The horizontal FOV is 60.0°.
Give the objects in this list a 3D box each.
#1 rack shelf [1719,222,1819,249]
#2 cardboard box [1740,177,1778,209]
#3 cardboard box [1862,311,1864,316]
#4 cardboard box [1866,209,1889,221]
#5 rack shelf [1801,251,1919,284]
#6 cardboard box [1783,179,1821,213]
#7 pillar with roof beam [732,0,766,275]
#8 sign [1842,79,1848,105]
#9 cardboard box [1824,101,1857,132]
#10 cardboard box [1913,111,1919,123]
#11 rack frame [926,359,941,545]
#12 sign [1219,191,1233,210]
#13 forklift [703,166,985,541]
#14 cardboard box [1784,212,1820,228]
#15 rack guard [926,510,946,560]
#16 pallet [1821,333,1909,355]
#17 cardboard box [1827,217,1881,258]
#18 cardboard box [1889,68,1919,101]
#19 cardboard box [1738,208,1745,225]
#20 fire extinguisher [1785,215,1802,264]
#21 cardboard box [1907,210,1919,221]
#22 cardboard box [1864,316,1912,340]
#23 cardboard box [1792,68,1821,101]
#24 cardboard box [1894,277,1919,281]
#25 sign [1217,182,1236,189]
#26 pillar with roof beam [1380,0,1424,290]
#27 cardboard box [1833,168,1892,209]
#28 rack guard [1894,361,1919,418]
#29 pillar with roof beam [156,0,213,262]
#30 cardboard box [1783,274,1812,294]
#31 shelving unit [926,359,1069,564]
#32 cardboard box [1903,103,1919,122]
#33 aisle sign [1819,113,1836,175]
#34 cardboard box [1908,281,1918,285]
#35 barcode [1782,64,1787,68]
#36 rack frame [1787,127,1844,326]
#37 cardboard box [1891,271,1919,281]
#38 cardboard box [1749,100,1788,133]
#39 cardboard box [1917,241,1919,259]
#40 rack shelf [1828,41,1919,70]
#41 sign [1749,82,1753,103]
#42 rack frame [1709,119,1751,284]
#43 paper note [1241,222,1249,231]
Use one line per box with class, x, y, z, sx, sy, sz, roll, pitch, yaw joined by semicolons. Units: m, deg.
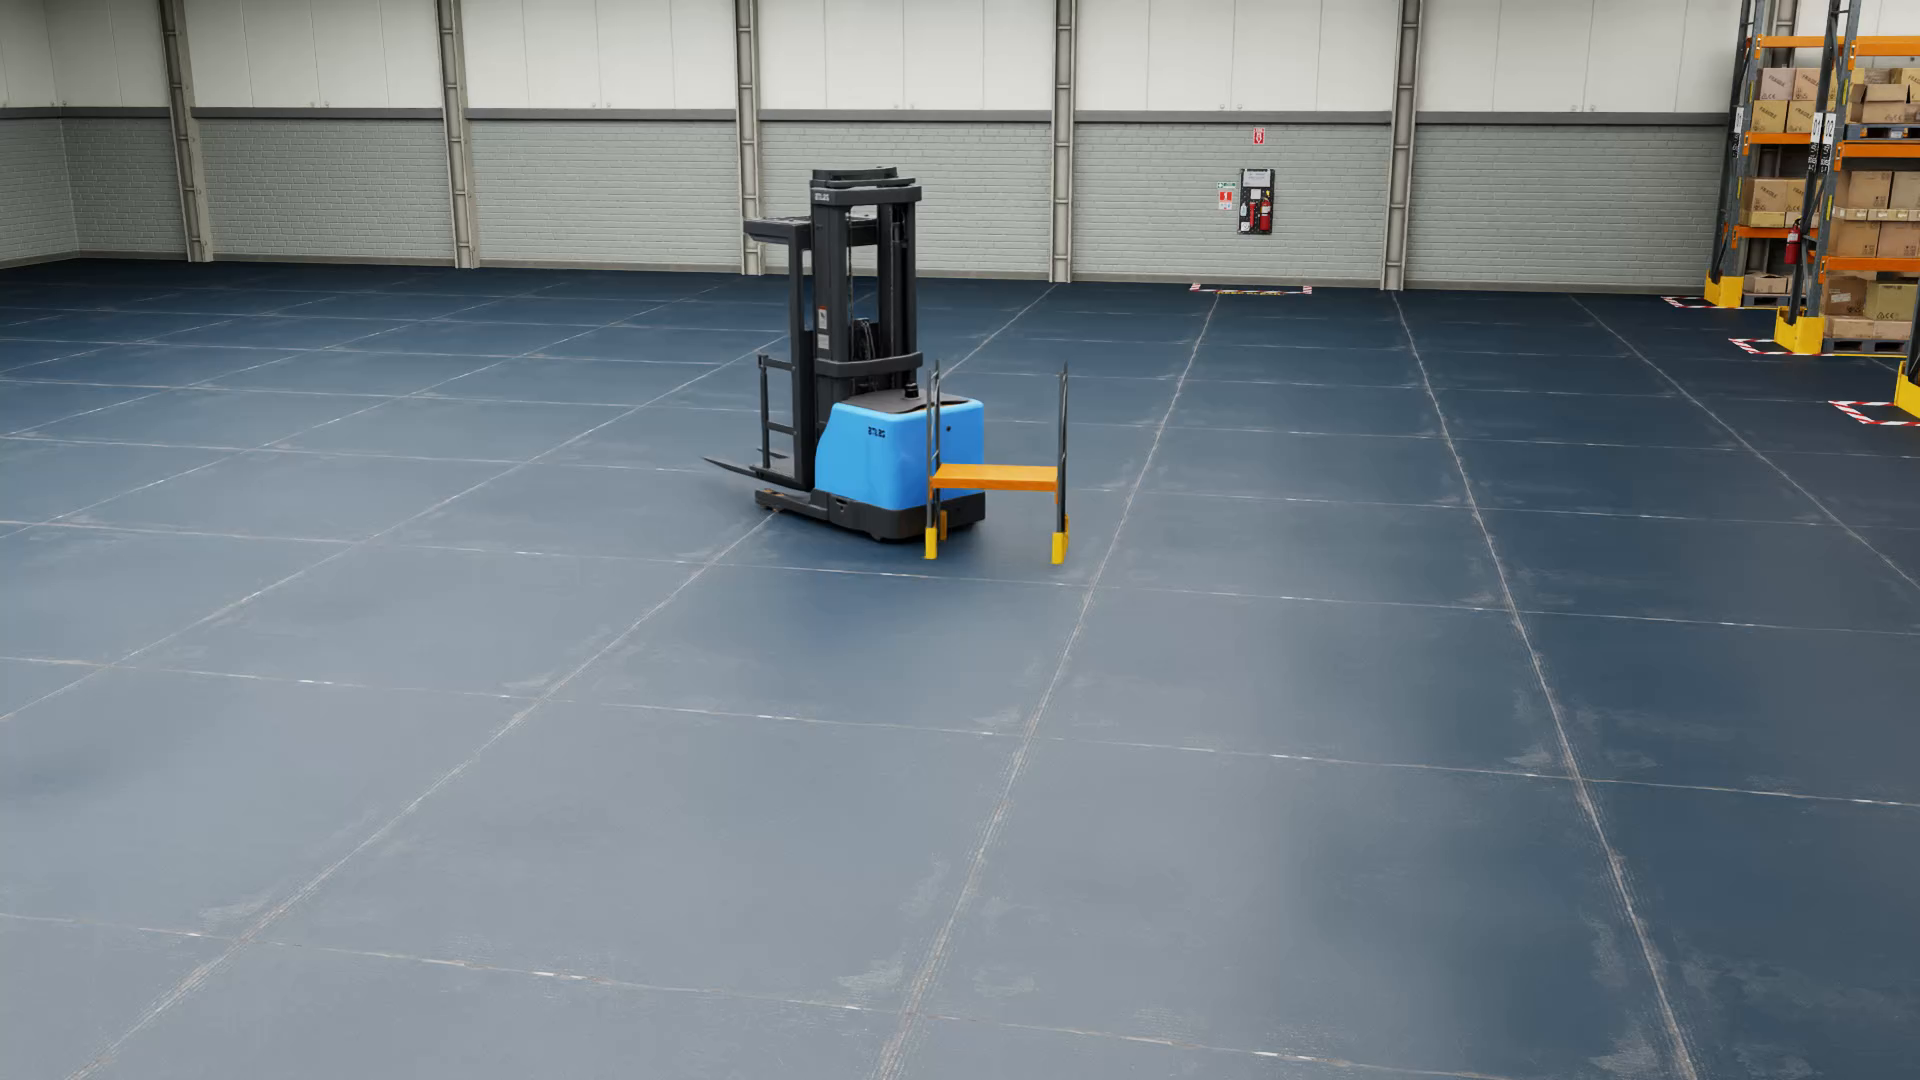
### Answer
rack shelf;14.745;-4.999;27.397;4.000;0.370;1.077;3;16;11
cardboard box;13.290;-5.781;27.712;0.500;0.500;0.500;3;16;10
cardboard box;12.879;-3.059;23.408;0.500;0.250;0.500;3;16;11
cardboard box;12.403;-4.426;22.579;0.250;0.149;0.380;3;16;10
rack shelf;13.762;-3.703;22.718;4.000;0.370;1.077;3;16;11
cardboard box;13.676;-5.618;27.122;0.500;0.500;0.500;3;16;11
pillar with roof beam;-4.853;-8.364;26.957;0.400;9.000;9.100;3;16;11
sign;11.685;-5.916;21.955;0.005;0.325;0.100;3;16;11
cardboard box;14.092;-6.808;26.735;0.500;0.500;0.500;4;16;14
cardboard box;12.920;-5.642;22.172;0.250;0.149;0.380;3;16;11
rack frame;-0.209;-0.648;13.152;0.032;1.500;0.500;2;16;8
sign;4.829;-6.175;30.229;0.234;0.329;0.001;3;16;11
forklift;-1.147;-1.731;14.381;1.130;2.935;3.031;-14;20;-40
cardboard box;13.712;-5.257;27.222;0.500;0.250;0.500;3;16;9
rack guard;-0.190;-0.045;13.316;0.087;0.250;0.587;2;16;8
pallet;12.560;-2.783;23.271;1.213;0.211;1.003;3;16;11
cardboard box;12.257;-4.176;22.891;0.500;0.500;0.700;3;16;11
cardboard box;15.107;-7.232;26.392;0.500;0.500;0.500;3;16;9
cardboard box;13.282;-5.415;27.795;0.500;0.250;0.500;3;16;12
fire extinguisher;11.779;-4.247;23.477;0.183;0.674;0.296;3;16;11
cardboard box;12.894;-4.399;22.479;0.250;0.149;0.380;3;16;10
cardboard box;12.774;-2.921;22.911;0.500;0.250;0.500;3;16;11
cardboard box;13.596;-7.313;26.687;0.500;0.500;0.500;3;16;10
cardboard box;13.370;-3.395;23.216;0.500;0.500;0.500;3;16;11
sign;4.831;-6.428;30.149;0.331;0.109;0.001;3;16;11
pillar with roof beam;6.906;-7.725;24.653;0.400;9.000;9.100;3;16;11
cardboard box;12.309;-4.798;22.707;0.500;0.500;0.700;3;16;11
rack guard;10.895;-1.664;18.692;0.348;0.500;1.175;3;16;11
pillar with roof beam;-16.612;-9.002;29.262;0.400;9.000;9.100;3;16;11
cardboard box;14.004;-4.278;27.657;0.500;0.311;0.500;4;16;16
shelving unit;0.303;-0.629;13.083;1.083;1.500;0.587;2;16;8
cardboard box;12.983;-5.807;22.578;0.500;0.250;0.500;3;16;11
aisle sign;11.676;-5.332;22.382;0.004;0.787;0.394;3;16;11
cardboard box;13.266;-3.259;22.725;0.500;0.500;0.500;3;16;11
barcode;13.581;-7.810;27.393;0.075;0.075;0.001;3;16;11
rack frame;11.802;-4.156;23.006;0.127;3.000;1.000;3;16;11
cardboard box;15.680;-4.291;27.353;0.500;0.500;0.500;2;16;7
cardboard box;13.063;-6.872;26.968;0.500;0.500;0.500;4;16;13
cardboard box;13.258;-4.121;22.694;0.500;0.500;0.700;3;16;11
rack shelf;13.762;-6.401;21.970;4.000;0.370;1.077;3;16;11
sign;12.677;-7.177;26.655;0.005;0.325;0.100;3;16;11
rack frame;12.785;-5.452;27.685;0.127;3.000;1.000;3;16;11
paper note;5.190;-5.705;30.247;0.142;0.148;0.016;3;16;11
